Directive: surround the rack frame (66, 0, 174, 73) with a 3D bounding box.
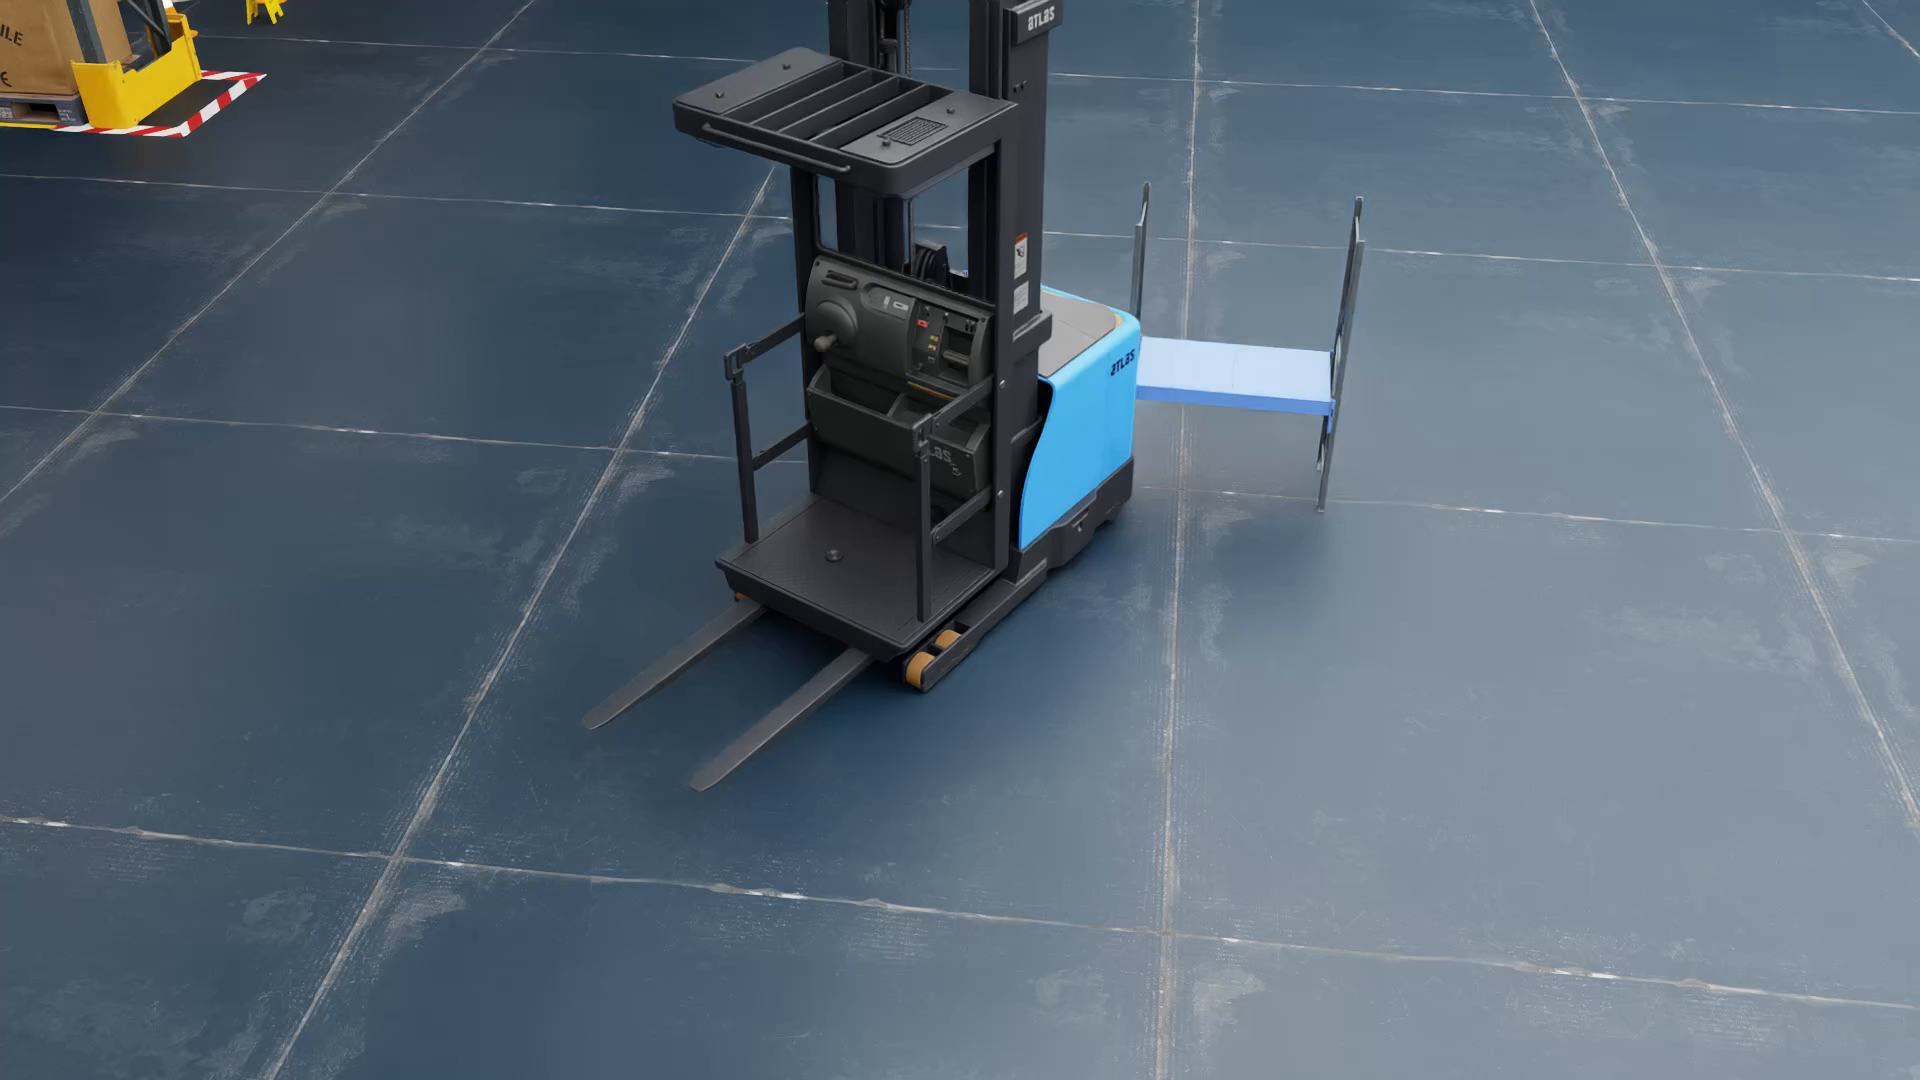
[{"bbox_3d":[-6.418,-4.683,12.230,0.127,3.000,1.000,4,36,6],"label":"rack frame"}]

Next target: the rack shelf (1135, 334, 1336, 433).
[{"bbox_3d":[1.372,-0.797,8.386,1.000,0.185,0.538,6,36,8],"label":"rack shelf"}]

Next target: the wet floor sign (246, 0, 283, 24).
[{"bbox_3d":[-6.138,-4.864,14.509,0.232,0.644,0.267,-2,36,-2],"label":"wet floor sign"}]

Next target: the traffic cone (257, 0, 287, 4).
[{"bbox_3d":[-6.283,-5.134,15.045,0.334,0.463,0.336,4,36,6],"label":"traffic cone"}]

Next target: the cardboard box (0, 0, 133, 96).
[{"bbox_3d":[-7.099,-4.001,12.742,0.875,0.875,0.875,4,36,6],"label":"cardboard box"}]

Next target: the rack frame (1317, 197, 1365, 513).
[{"bbox_3d":[1.873,-0.893,8.210,0.032,1.500,0.500,6,36,8],"label":"rack frame"}]

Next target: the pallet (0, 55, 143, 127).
[{"bbox_3d":[-7.221,-3.562,13.060,1.213,0.211,1.003,4,36,6],"label":"pallet"}]

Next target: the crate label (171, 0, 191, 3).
[{"bbox_3d":[-7.071,-5.024,15.171,0.298,0.136,0.250,-14,38,-18],"label":"crate label"}]

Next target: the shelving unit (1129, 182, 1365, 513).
[{"bbox_3d":[1.372,-0.944,8.281,1.048,1.500,0.538,6,36,8],"label":"shelving unit"}]

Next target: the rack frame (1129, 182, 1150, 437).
[{"bbox_3d":[0.872,-0.995,8.353,0.032,1.500,0.500,6,36,8],"label":"rack frame"}]

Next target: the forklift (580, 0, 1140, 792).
[{"bbox_3d":[-0.399,-0.854,6.923,1.130,2.935,3.031,23,41,29],"label":"forklift"}]

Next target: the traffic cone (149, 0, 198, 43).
[{"bbox_3d":[-6.764,-4.508,14.168,0.334,0.463,0.336,4,36,6],"label":"traffic cone"}]

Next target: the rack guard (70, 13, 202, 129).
[{"bbox_3d":[-6.395,-3.664,12.954,0.348,0.500,1.175,4,36,6],"label":"rack guard"}]

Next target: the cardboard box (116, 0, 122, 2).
[{"bbox_3d":[-7.953,-5.198,15.100,0.637,0.503,0.797,-20,40,-26],"label":"cardboard box"}]
